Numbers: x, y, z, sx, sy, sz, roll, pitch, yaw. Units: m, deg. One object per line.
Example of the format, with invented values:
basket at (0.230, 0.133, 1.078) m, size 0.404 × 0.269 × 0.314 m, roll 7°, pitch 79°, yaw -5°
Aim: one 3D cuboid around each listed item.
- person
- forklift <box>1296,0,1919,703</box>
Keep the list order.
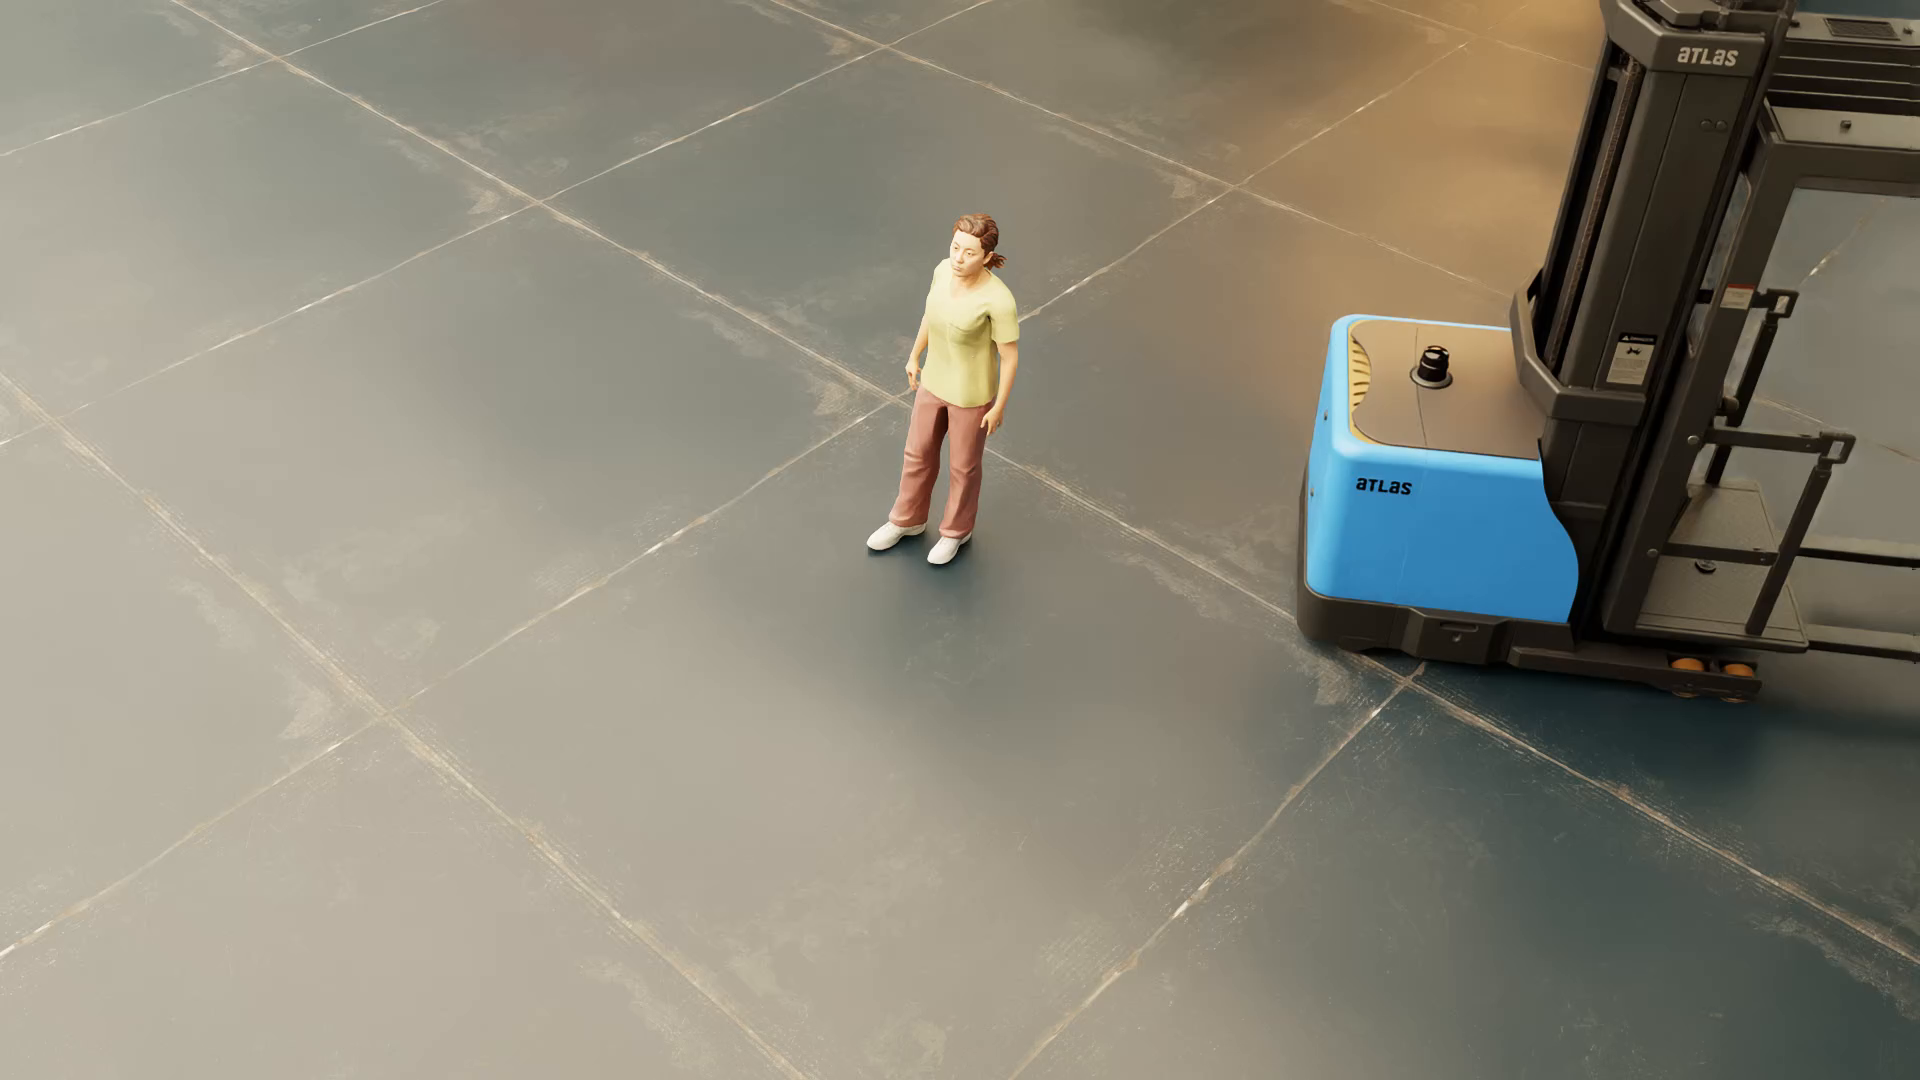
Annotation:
person at (-0.058, -0.611, 7.093) m, size 0.555 × 1.675 × 0.549 m, roll 31°, pitch 49°, yaw 31°
forklift at (3.013, -0.812, 6.375) m, size 3.031 × 2.935 × 1.130 m, roll 6°, pitch 41°, yaw 7°
